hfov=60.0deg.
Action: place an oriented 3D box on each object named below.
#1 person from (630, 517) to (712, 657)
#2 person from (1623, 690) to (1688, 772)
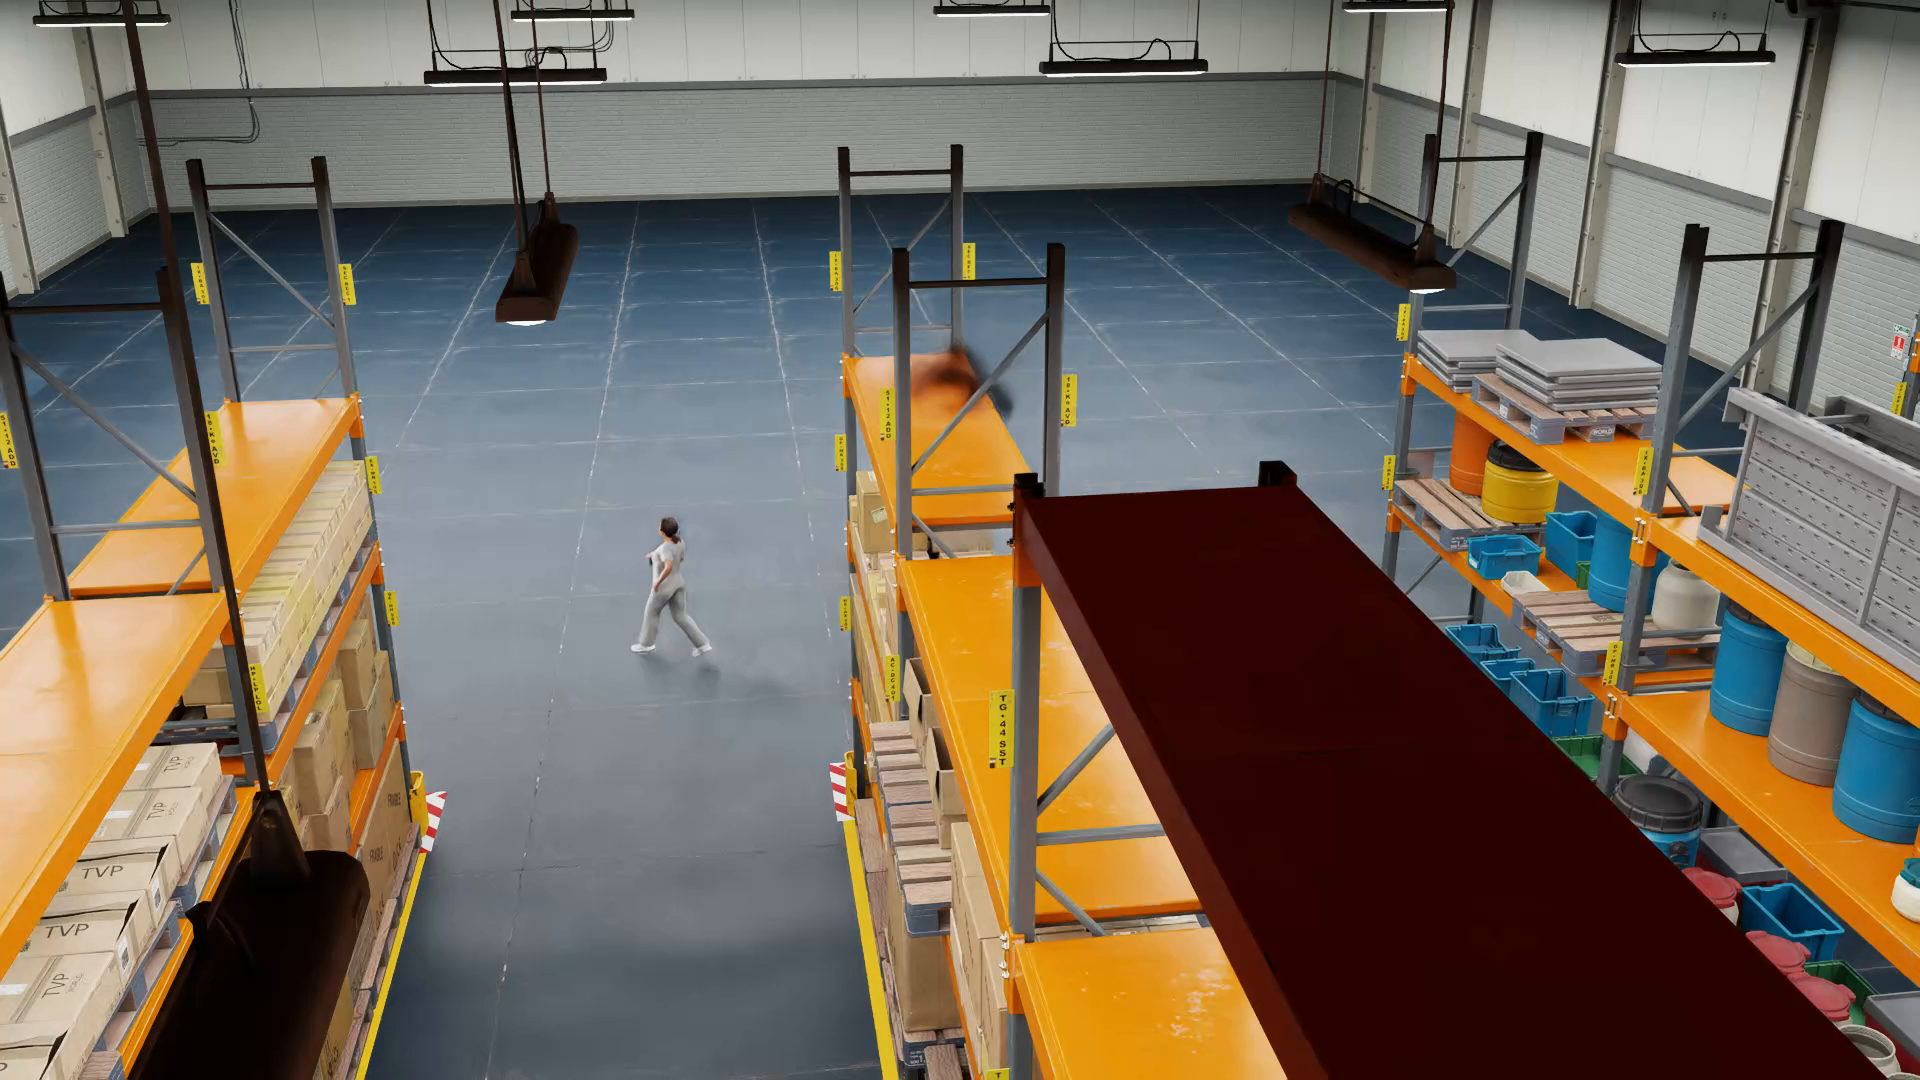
[{"bbox_3d":[-3.184,0.518,18.015,1.027,1.640,0.574,13,25,29],"label":"person"},{"bbox_3d":[6.023,1.815,14.778,0.685,1.657,0.712,-6,22,-14],"label":"person"}]
